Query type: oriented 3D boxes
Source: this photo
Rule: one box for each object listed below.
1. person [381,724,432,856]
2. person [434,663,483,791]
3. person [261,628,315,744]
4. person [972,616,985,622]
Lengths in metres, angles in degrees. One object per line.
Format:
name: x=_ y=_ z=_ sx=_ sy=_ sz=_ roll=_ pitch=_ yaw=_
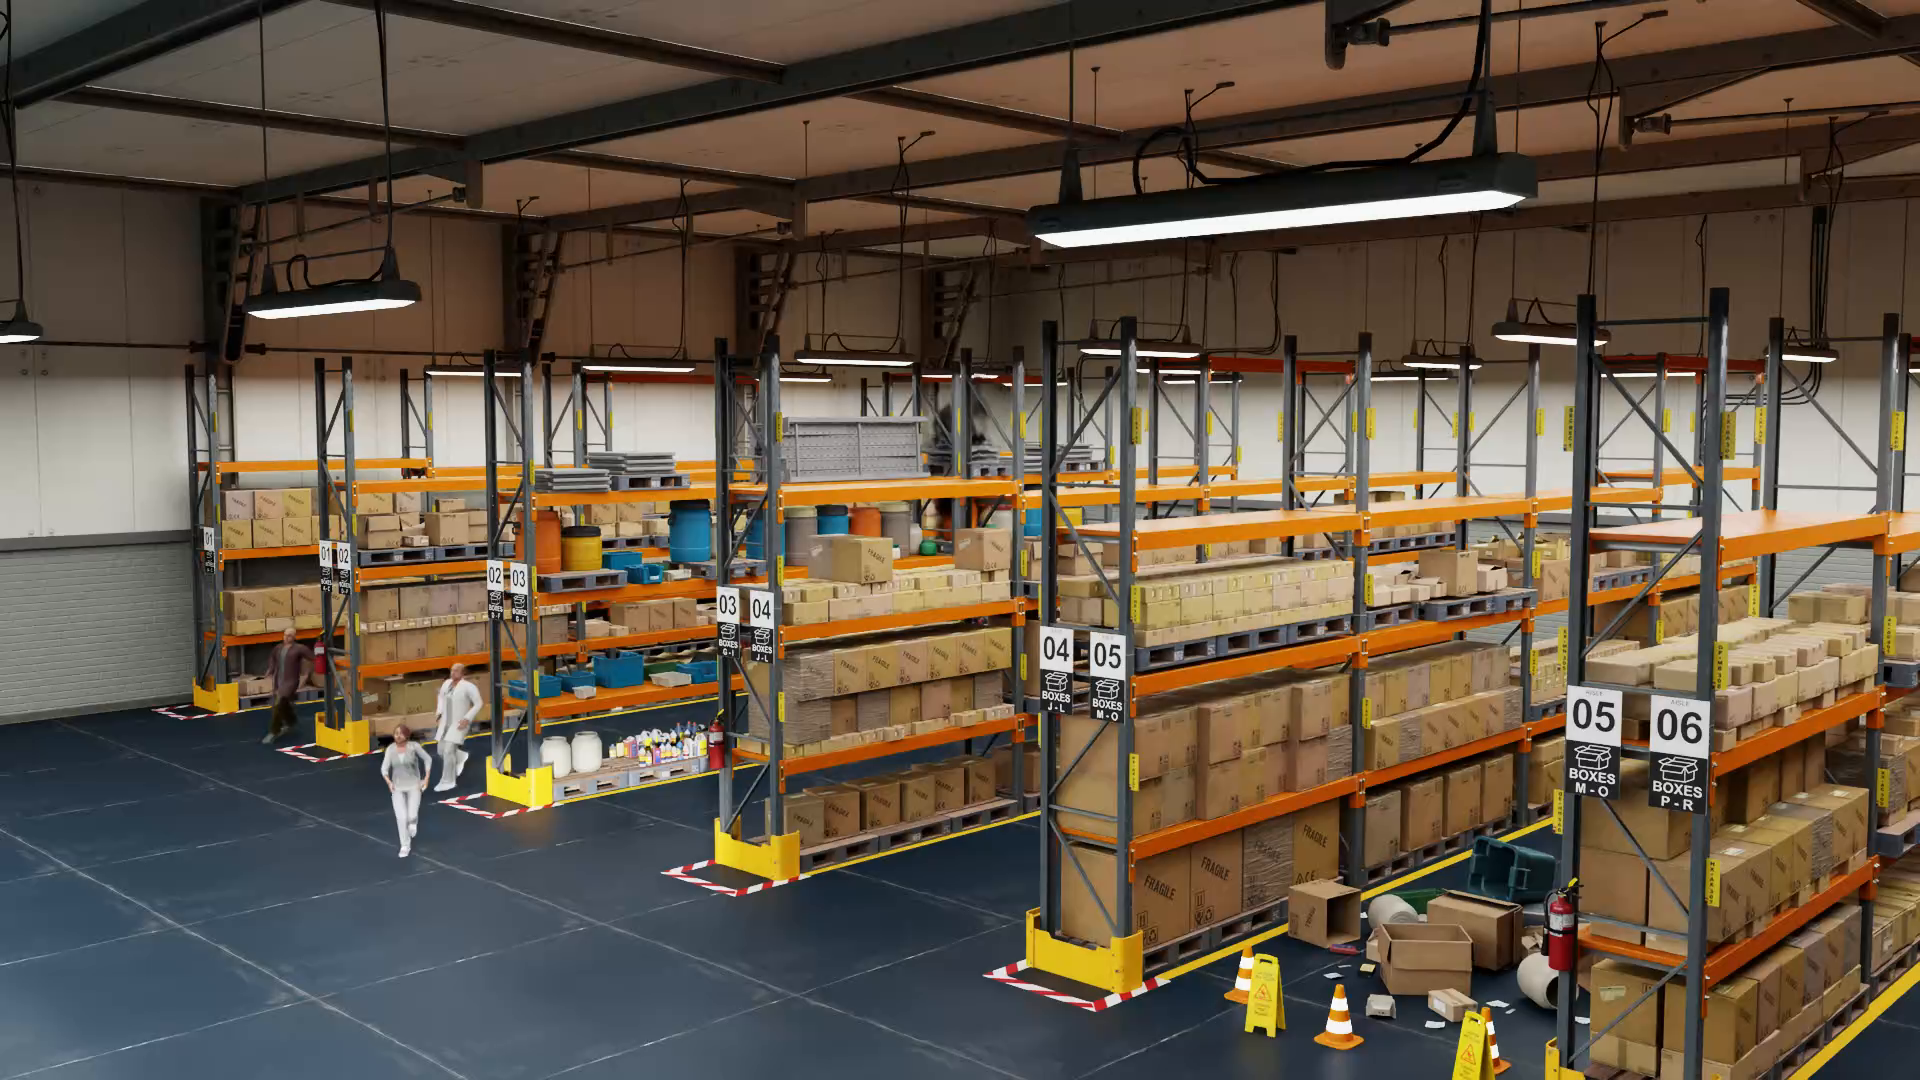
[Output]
person: x=-6.466 y=2.910 z=19.428 sx=0.561 sy=1.564 sz=0.602 roll=-1 pitch=4 yaw=-10
person: x=-6.910 y=2.554 z=22.962 sx=0.739 sy=1.751 sz=0.733 roll=2 pitch=5 yaw=20
person: x=-10.607 y=2.285 z=26.250 sx=0.764 sy=1.805 sz=0.885 roll=2 pitch=5 yaw=23
person: x=0.366 y=1.820 z=32.714 sx=0.652 sy=1.680 sz=0.640 roll=4 pitch=6 yaw=41
